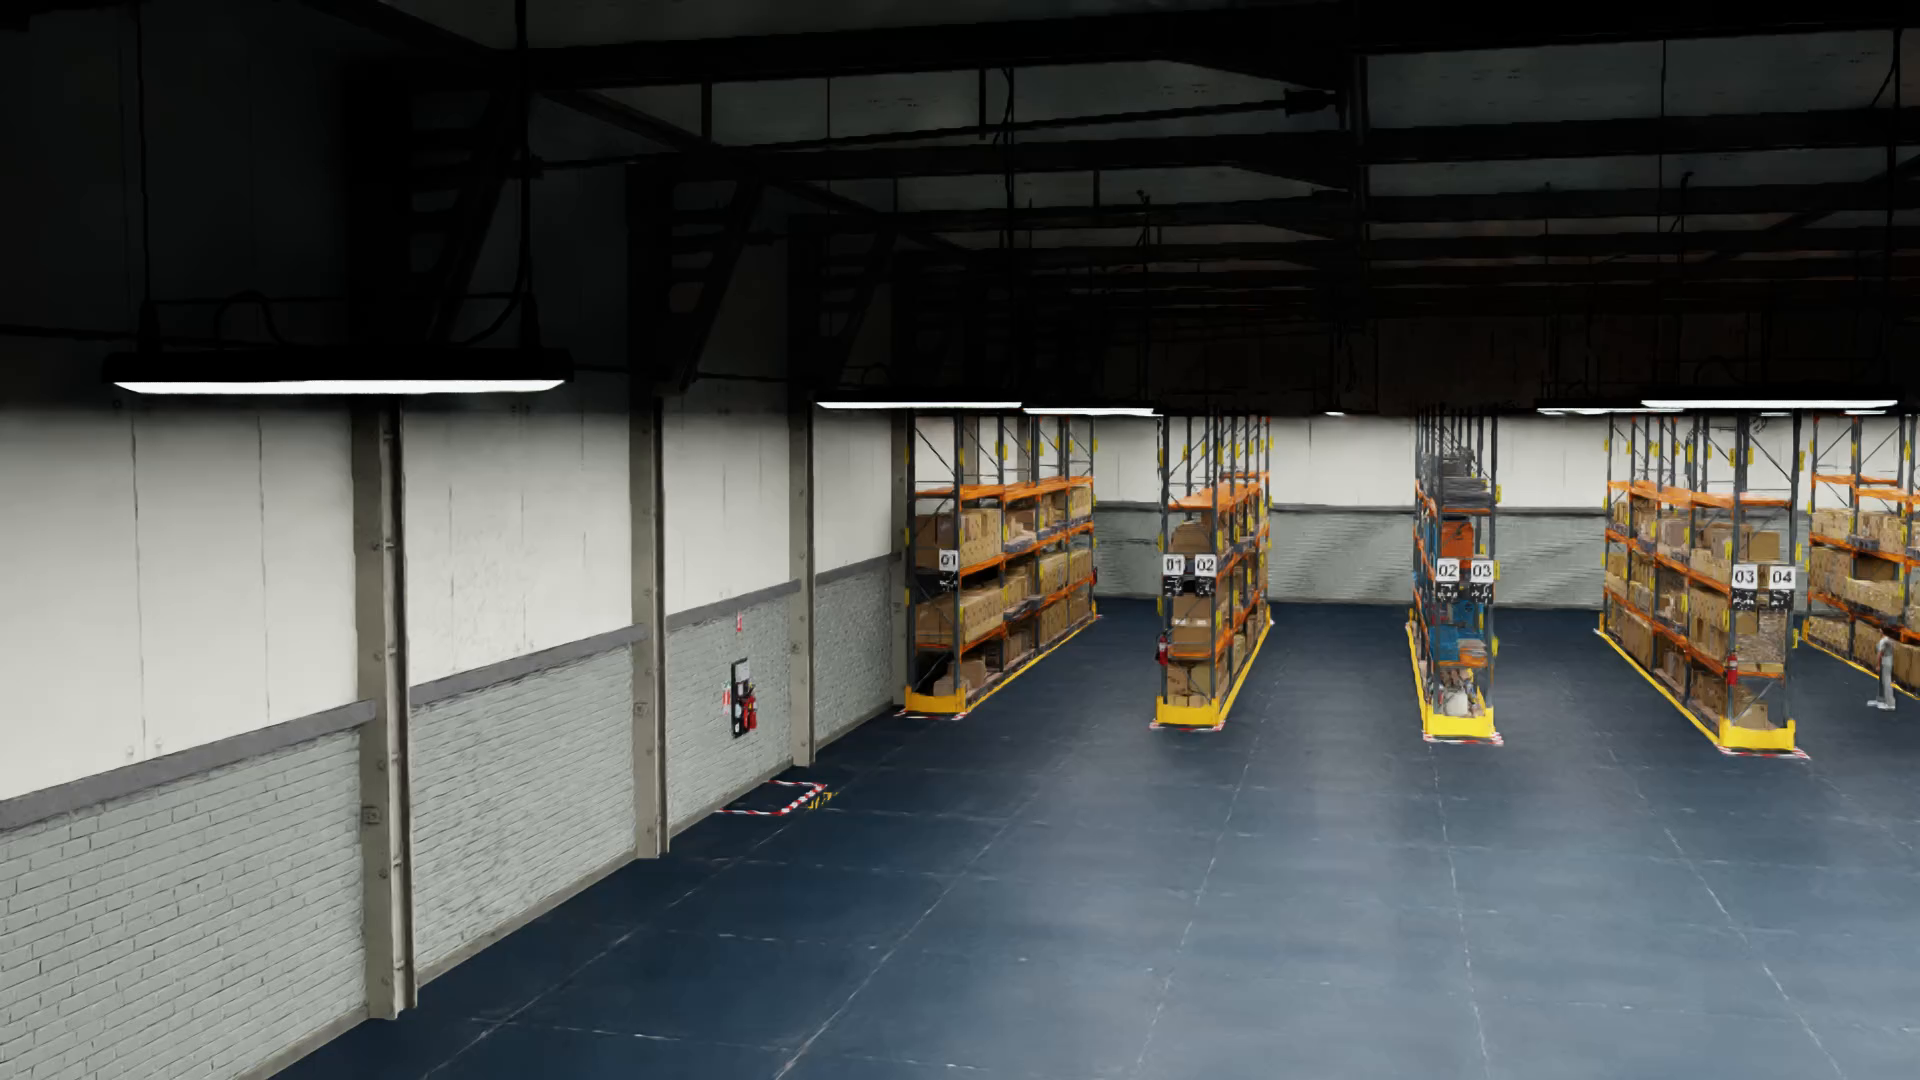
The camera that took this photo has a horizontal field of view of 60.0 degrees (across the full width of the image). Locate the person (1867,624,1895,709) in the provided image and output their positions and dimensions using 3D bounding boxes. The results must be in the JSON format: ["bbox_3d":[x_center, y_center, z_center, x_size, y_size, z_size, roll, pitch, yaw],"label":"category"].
[{"bbox_3d":[18.236,2.479,32.861,0.563,1.668,0.569,-4,6,-44],"label":"person"}]
